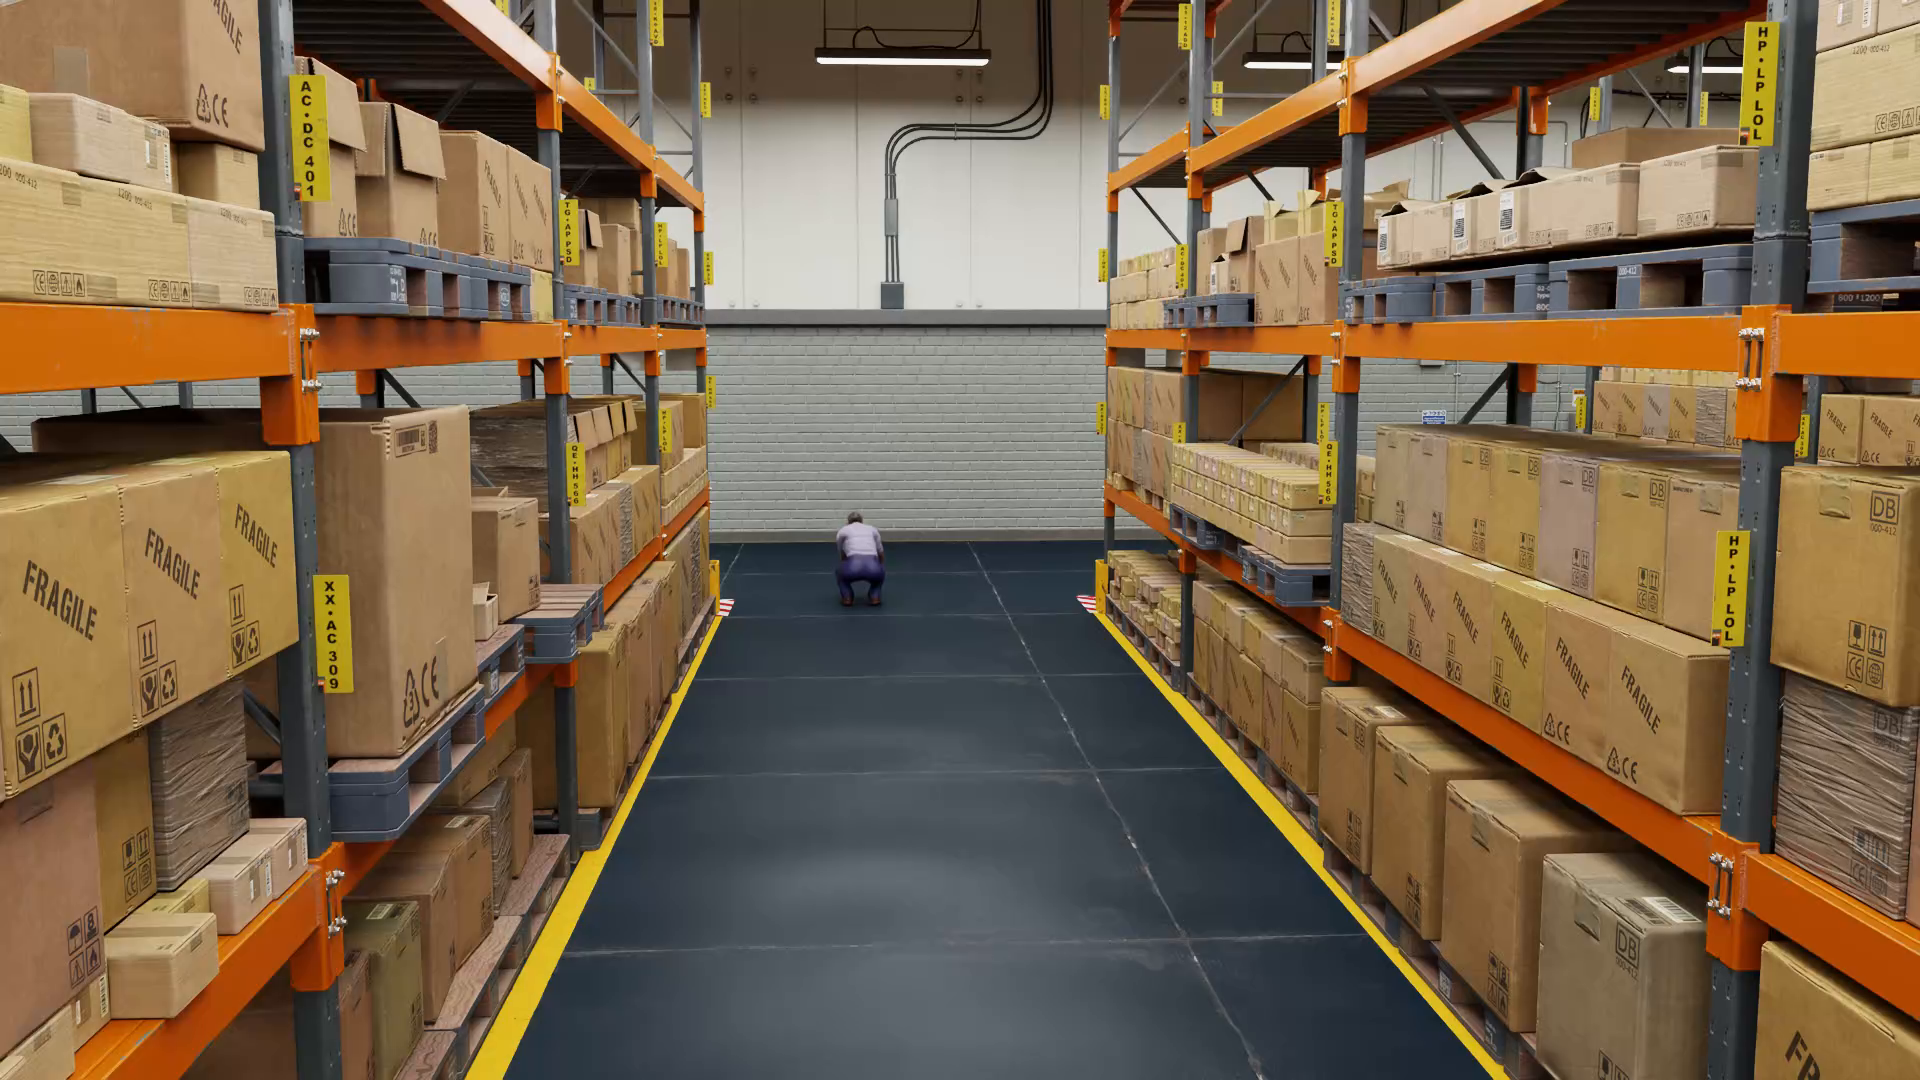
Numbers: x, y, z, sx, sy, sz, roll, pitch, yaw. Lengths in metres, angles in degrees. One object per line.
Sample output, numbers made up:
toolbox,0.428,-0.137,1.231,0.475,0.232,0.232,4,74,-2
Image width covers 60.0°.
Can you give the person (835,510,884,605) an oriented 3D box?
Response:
person,-1.037,0.187,17.253,0.514,0.945,0.835,-1,7,-5
